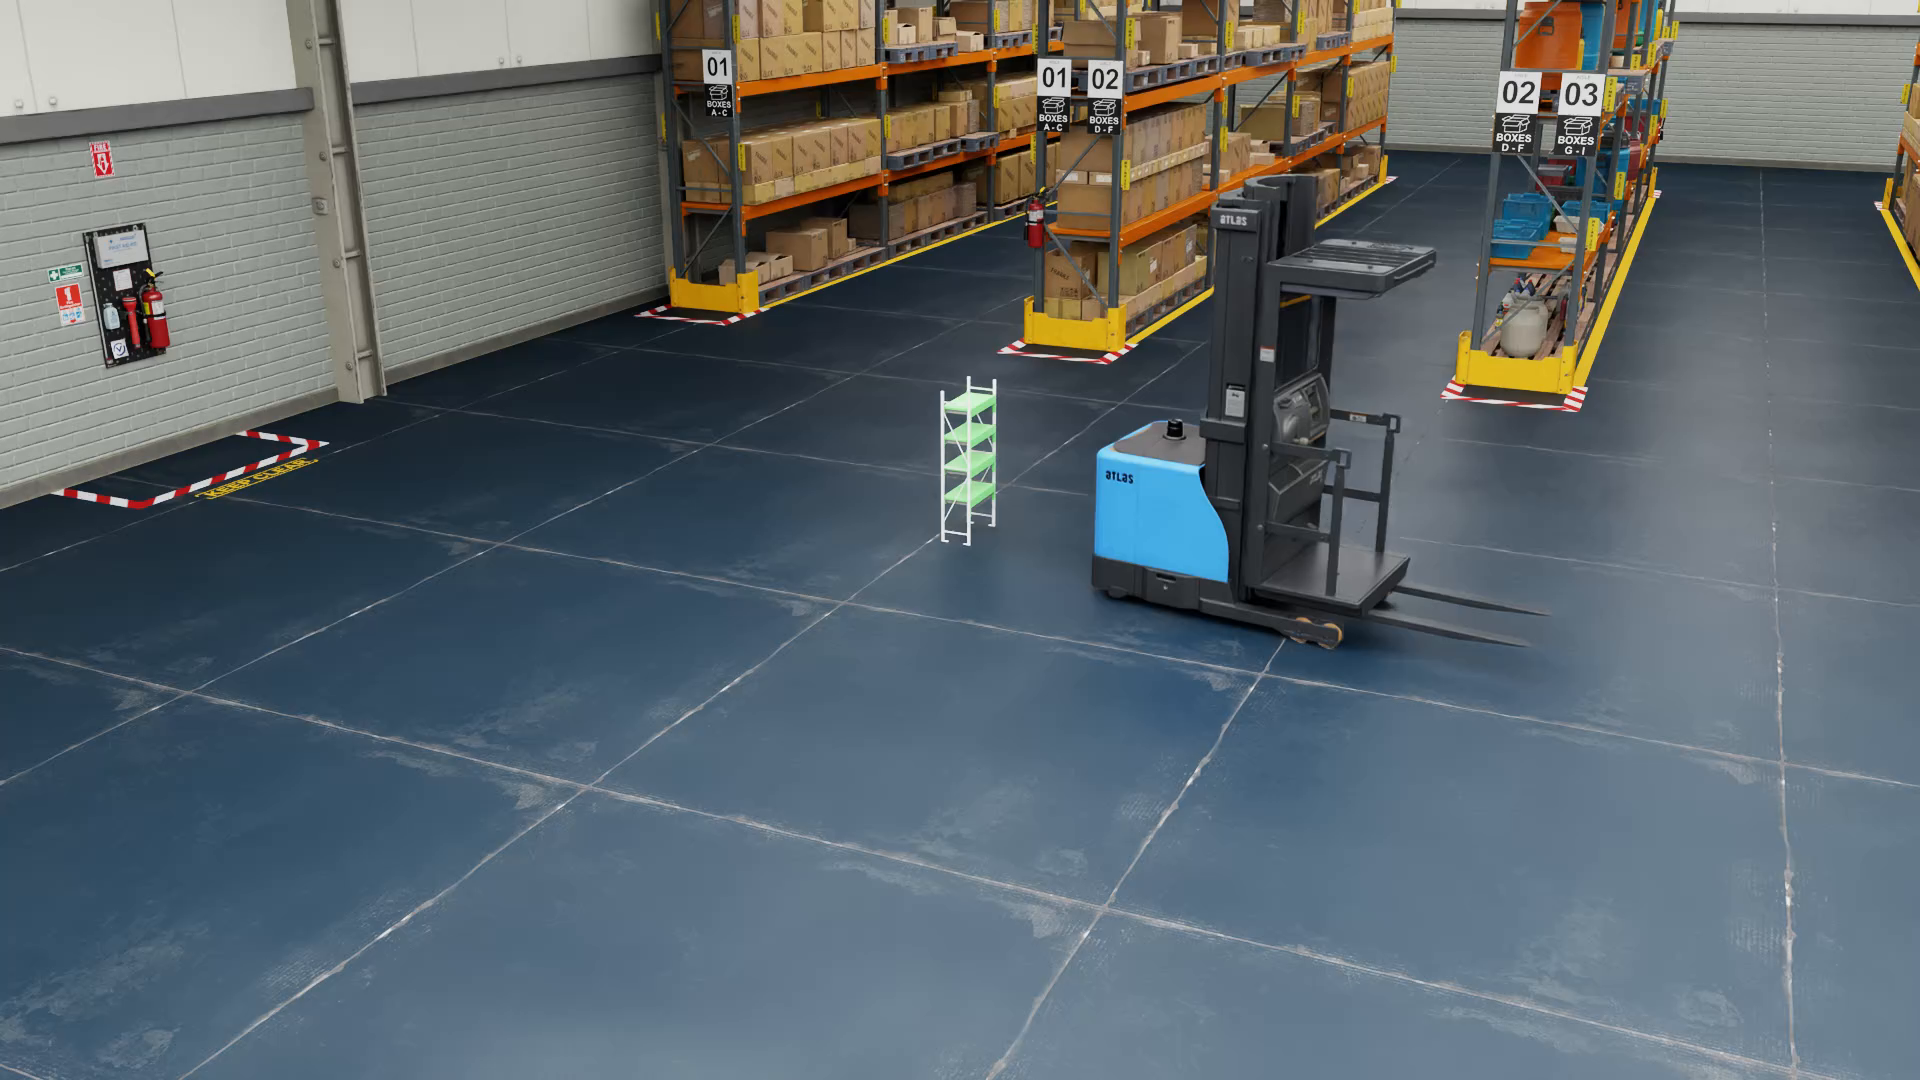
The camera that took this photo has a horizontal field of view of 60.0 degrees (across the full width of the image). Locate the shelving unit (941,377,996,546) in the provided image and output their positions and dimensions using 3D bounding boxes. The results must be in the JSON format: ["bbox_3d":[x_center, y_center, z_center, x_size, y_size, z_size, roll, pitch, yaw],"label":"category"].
[{"bbox_3d":[0.068,-0.616,12.910,0.258,1.200,0.503,9,21,23],"label":"shelving unit"}]

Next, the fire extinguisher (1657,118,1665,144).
[{"bbox_3d":[12.885,-7.682,30.764,0.296,0.674,0.183,9,21,23],"label":"fire extinguisher"}]

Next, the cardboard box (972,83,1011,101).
[{"bbox_3d":[0.527,-7.486,27.800,0.500,0.250,0.500,9,22,24],"label":"cardboard box"}]

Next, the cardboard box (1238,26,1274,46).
[{"bbox_3d":[4.282,-7.377,24.355,0.500,0.250,0.500,9,22,24],"label":"cardboard box"}]

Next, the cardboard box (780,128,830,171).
[{"bbox_3d":[-2.083,-5.241,22.305,0.500,0.500,0.500,9,22,24],"label":"cardboard box"}]

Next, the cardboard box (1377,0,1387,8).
[{"bbox_3d":[7.695,-10.363,31.514,0.700,0.500,0.500,9,21,23],"label":"cardboard box"}]

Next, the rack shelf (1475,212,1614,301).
[{"bbox_3d":[6.675,-3.291,18.821,1.077,0.370,4.000,9,21,23],"label":"rack shelf"}]

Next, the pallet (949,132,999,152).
[{"bbox_3d":[-0.100,-6.501,27.059,1.213,0.211,1.003,9,21,23],"label":"pallet"}]

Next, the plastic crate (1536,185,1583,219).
[{"bbox_3d":[7.164,-4.070,20.029,0.767,0.338,0.504,9,21,23],"label":"plastic crate"}]

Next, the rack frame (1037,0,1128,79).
[{"bbox_3d":[1.339,-6.526,17.890,1.000,3.000,0.127,9,21,23],"label":"rack frame"}]

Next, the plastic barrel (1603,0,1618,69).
[{"bbox_3d":[8.598,-6.893,22.649,0.600,0.901,0.600,0,20,0],"label":"plastic barrel"}]

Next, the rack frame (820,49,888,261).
[{"bbox_3d":[-1.544,-5.601,24.242,1.000,3.000,0.127,9,21,23],"label":"rack frame"}]

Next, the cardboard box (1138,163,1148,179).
[{"bbox_3d":[2.011,-4.377,19.682,0.380,0.149,0.250,8,21,22],"label":"cardboard box"}]

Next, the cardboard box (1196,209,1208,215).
[{"bbox_3d":[3.504,-4.718,24.397,0.500,0.311,0.500,8,21,22],"label":"cardboard box"}]

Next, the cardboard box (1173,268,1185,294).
[{"bbox_3d":[2.581,-3.347,21.380,0.500,0.250,0.500,9,21,23],"label":"cardboard box"}]

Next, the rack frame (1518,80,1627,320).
[{"bbox_3d":[7.494,-4.242,20.420,1.000,3.000,0.127,9,21,23],"label":"rack frame"}]

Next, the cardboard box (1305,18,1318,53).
[{"bbox_3d":[5.185,-8.059,26.526,0.910,0.500,0.500,9,21,23],"label":"cardboard box"}]

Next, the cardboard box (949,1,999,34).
[{"bbox_3d":[0.237,-8.645,27.518,0.700,0.500,0.500,7,21,18],"label":"cardboard box"}]

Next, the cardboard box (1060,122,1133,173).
[{"bbox_3d":[1.564,-4.515,19.103,0.700,0.500,0.500,9,21,23],"label":"cardboard box"}]

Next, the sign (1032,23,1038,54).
[{"bbox_3d":[0.850,-5.572,18.479,0.100,0.325,0.005,9,21,23],"label":"sign"}]

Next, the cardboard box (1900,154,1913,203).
[{"bbox_3d":[16.738,-6.221,28.528,0.875,0.875,0.875,9,21,23],"label":"cardboard box"}]

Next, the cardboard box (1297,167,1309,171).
[{"bbox_3d":[5.833,-6.283,29.234,0.500,0.500,0.500,8,21,20],"label":"cardboard box"}]

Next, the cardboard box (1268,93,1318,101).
[{"bbox_3d":[5.631,-7.280,28.187,0.700,0.500,0.500,12,23,31],"label":"cardboard box"}]

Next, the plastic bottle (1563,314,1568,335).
[{"bbox_3d":[6.883,-2.452,18.803,0.097,0.271,0.097,0,20,0],"label":"plastic bottle"}]

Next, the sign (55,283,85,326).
[{"bbox_3d":[-7.509,-1.989,14.031,0.001,0.329,0.234,9,21,23],"label":"sign"}]

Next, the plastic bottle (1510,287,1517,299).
[{"bbox_3d":[6.534,-2.824,19.728,0.144,0.351,0.185,8,21,22],"label":"plastic bottle"}]

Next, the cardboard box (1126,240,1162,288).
[{"bbox_3d":[2.158,-3.397,20.401,0.500,0.500,0.500,9,21,23],"label":"cardboard box"}]

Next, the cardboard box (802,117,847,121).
[{"bbox_3d":[-1.927,-5.778,23.815,0.500,0.500,0.500,8,21,21],"label":"cardboard box"}]

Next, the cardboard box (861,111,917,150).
[{"bbox_3d":[-1.069,-6.176,25.053,0.700,0.500,0.500,11,22,28],"label":"cardboard box"}]

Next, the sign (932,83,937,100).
[{"bbox_3d":[-0.414,-7.445,27.698,0.100,0.325,0.005,9,21,23],"label":"sign"}]

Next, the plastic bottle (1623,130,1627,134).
[{"bbox_3d":[10.485,-6.301,26.285,0.144,0.351,0.185,9,21,23],"label":"plastic bottle"}]

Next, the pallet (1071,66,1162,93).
[{"bbox_3d":[1.652,-5.284,19.006,1.003,0.211,1.213,9,21,23],"label":"pallet"}]

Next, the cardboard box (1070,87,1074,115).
[{"bbox_3d":[1.773,-8.068,30.554,0.500,0.500,0.500,8,21,22],"label":"cardboard box"}]

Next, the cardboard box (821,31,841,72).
[{"bbox_3d":[-1.936,-6.555,22.269,0.500,0.500,0.500,8,21,21],"label":"cardboard box"}]

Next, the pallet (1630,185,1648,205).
[{"bbox_3d":[12.035,-6.350,30.508,1.003,0.211,1.213,9,21,23],"label":"pallet"}]

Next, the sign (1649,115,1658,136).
[{"bbox_3d":[11.272,-6.742,27.036,0.100,0.325,0.005,9,21,23],"label":"sign"}]

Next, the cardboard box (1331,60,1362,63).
[{"bbox_3d":[7.469,-9.010,32.185,0.500,0.500,0.500,9,22,24],"label":"cardboard box"}]

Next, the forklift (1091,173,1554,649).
[{"bbox_3d":[2.458,-0.867,11.033,3.031,2.935,1.130,12,23,30],"label":"forklift"}]

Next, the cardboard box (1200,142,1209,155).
[{"bbox_3d":[3.061,-5.163,21.892,0.380,0.149,0.250,9,21,23],"label":"cardboard box"}]

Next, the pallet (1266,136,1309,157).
[{"bbox_3d":[4.829,-6.272,26.414,1.213,0.211,1.003,9,21,23],"label":"pallet"}]

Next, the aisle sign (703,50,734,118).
[{"bbox_3d":[-2.938,-5.540,20.190,0.394,0.787,0.004,9,21,23],"label":"aisle sign"}]

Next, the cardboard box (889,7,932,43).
[{"bbox_3d":[-0.742,-7.793,25.151,0.500,0.500,0.500,8,21,21],"label":"cardboard box"}]

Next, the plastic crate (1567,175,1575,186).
[{"bbox_3d":[7.950,-4.713,22.061,0.450,0.188,0.662,9,21,23],"label":"plastic crate"}]

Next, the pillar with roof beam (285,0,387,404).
[{"bbox_3d":[-2.214,-5.113,13.915,9.100,9.000,0.400,9,21,23],"label":"pillar with roof beam"}]

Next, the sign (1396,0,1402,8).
[{"bbox_3d":[8.389,-10.339,31.766,0.100,0.325,0.005,9,21,23],"label":"sign"}]

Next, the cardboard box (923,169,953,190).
[{"bbox_3d":[-0.444,-5.814,26.795,0.500,0.250,0.500,9,21,24],"label":"cardboard box"}]

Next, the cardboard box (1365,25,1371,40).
[{"bbox_3d":[7.092,-9.130,29.913,0.500,0.250,0.500,9,21,23],"label":"cardboard box"}]

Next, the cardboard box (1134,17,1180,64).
[{"bbox_3d":[2.268,-5.894,19.604,0.500,0.500,0.500,9,21,23],"label":"cardboard box"}]

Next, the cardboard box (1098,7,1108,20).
[{"bbox_3d":[2.477,-9.963,31.479,0.500,0.250,0.500,8,21,22],"label":"cardboard box"}]

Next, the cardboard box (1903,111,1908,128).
[{"bbox_3d":[16.484,-7.190,28.490,0.500,0.250,0.500,8,21,21],"label":"cardboard box"}]

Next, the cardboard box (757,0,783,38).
[{"bbox_3d":[-2.551,-6.550,20.762,0.500,0.500,0.500,8,21,22],"label":"cardboard box"}]

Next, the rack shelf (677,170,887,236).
[{"bbox_3d":[-2.363,-4.651,22.643,1.077,0.370,4.000,9,21,23],"label":"rack shelf"}]

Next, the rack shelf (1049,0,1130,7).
[{"bbox_3d":[2.158,-6.610,19.797,1.077,0.370,4.000,9,21,23],"label":"rack shelf"}]

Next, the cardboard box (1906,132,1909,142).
[{"bbox_3d":[16.062,-6.735,27.804,0.380,0.149,0.250,8,21,22],"label":"cardboard box"}]

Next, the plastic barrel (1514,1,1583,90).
[{"bbox_3d":[5.940,-4.998,16.803,0.600,0.830,0.708,9,21,23],"label":"plastic barrel"}]

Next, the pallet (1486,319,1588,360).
[{"bbox_3d":[6.683,-2.354,19.273,1.003,0.211,1.213,9,21,23],"label":"pallet"}]

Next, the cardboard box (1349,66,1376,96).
[{"bbox_3d":[7.335,-8.465,30.652,0.500,0.500,0.500,9,22,24],"label":"cardboard box"}]
